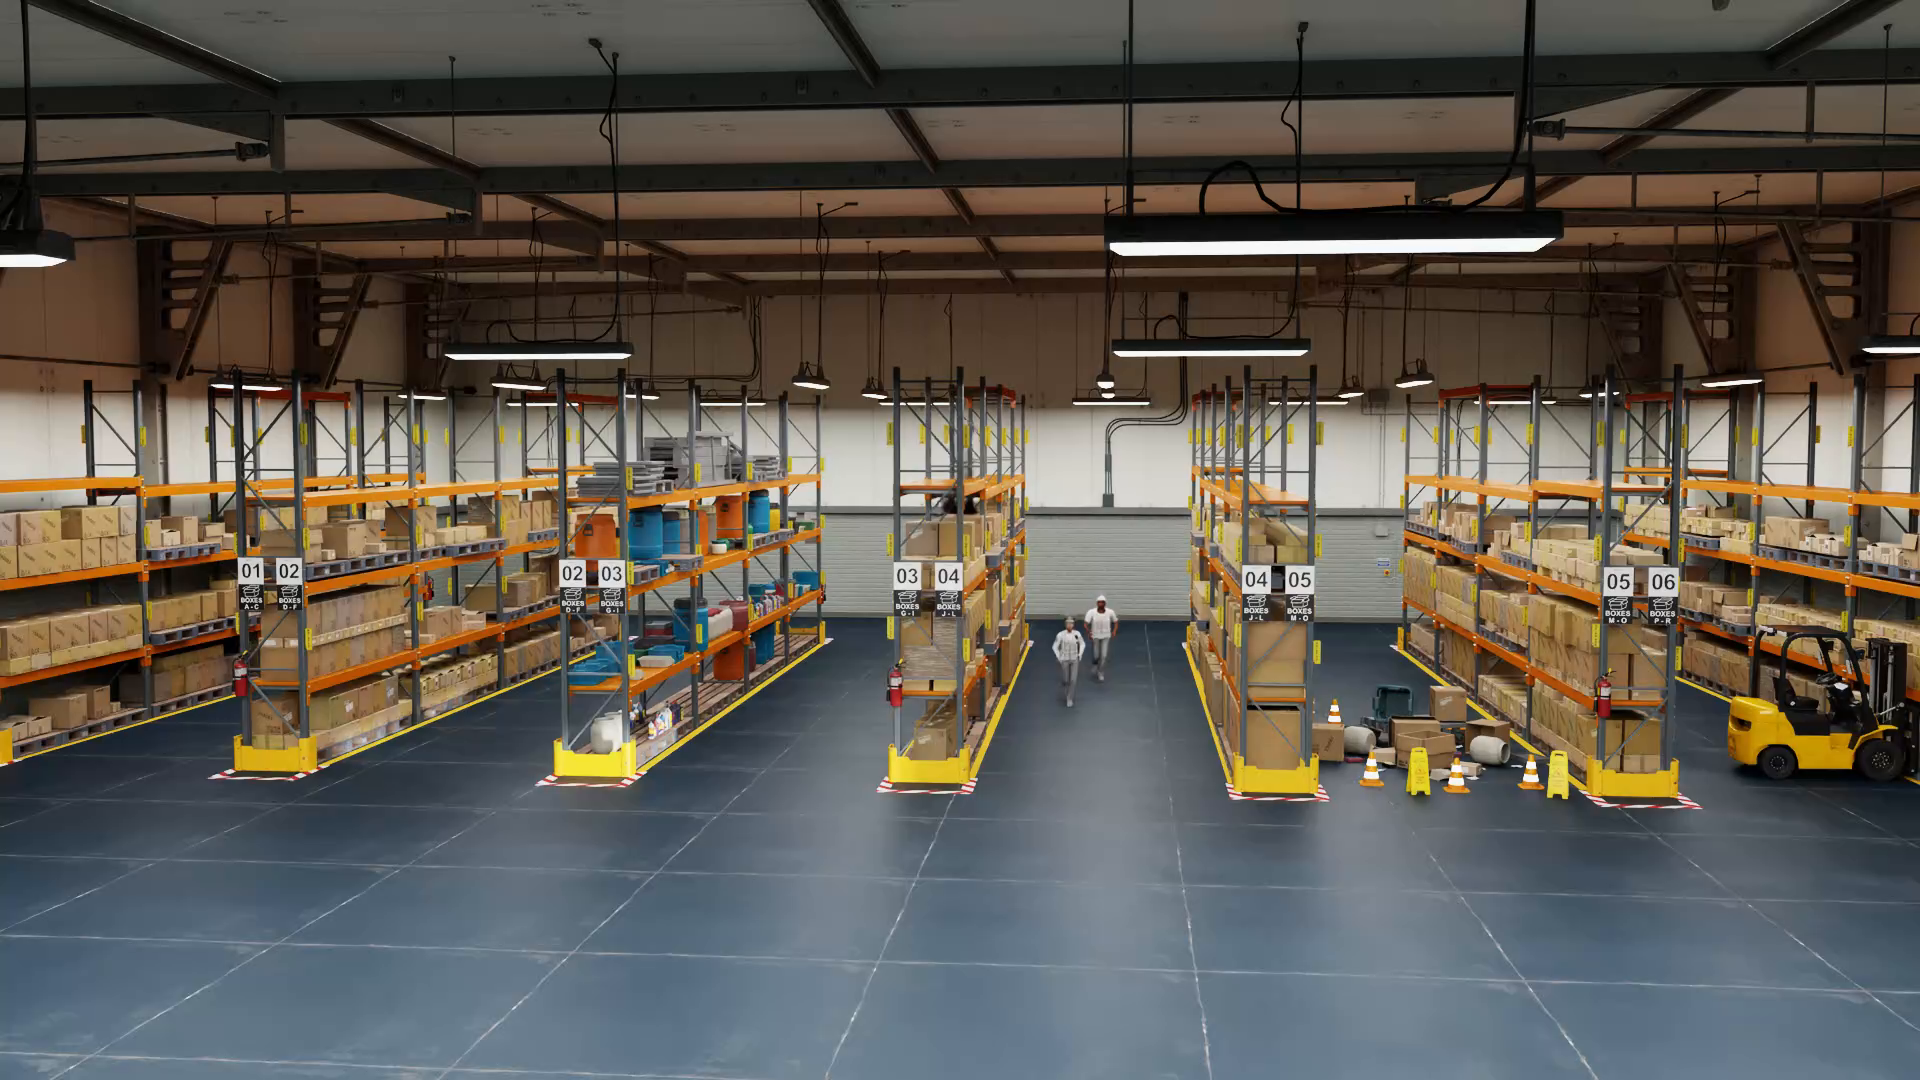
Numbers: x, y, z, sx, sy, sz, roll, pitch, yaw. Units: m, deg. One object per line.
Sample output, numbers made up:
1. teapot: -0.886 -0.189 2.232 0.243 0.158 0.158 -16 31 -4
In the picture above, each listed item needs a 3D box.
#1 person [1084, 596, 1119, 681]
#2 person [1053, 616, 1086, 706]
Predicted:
1. person: 2.919 2.009 34.333 0.723 1.743 0.644 0 4 -1
2. person: 2.053 2.250 31.181 0.629 1.680 0.677 0 4 -3
